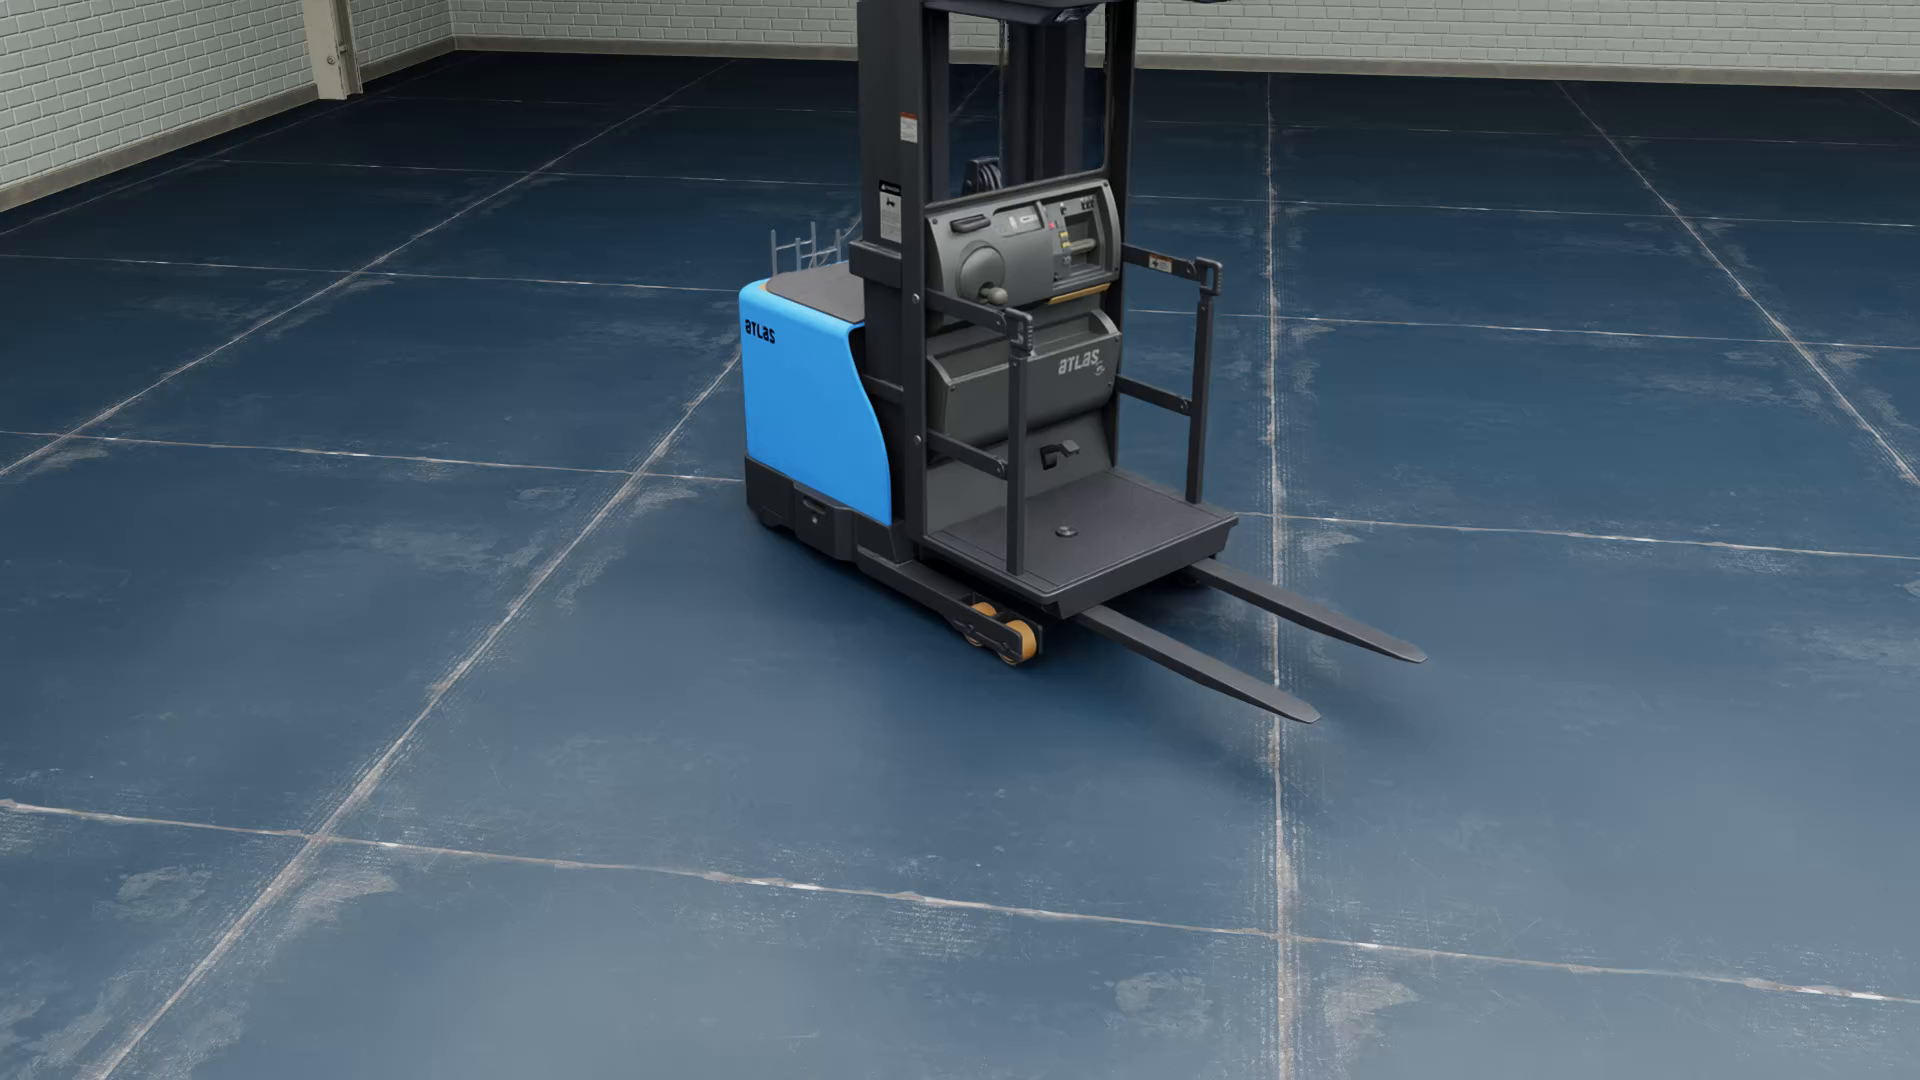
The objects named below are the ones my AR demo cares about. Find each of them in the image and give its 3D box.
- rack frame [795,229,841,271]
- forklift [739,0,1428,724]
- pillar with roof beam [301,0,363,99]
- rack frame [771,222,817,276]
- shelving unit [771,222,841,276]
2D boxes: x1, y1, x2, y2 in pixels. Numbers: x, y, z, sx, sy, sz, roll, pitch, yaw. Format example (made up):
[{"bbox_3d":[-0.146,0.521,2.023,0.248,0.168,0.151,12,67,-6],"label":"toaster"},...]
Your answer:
[{"bbox_3d":[-0.623,-0.797,7.536,0.240,1.200,0.006,-20,32,-37],"label":"rack frame"},{"bbox_3d":[0.398,-1.101,6.145,1.130,2.935,3.031,-20,32,-37],"label":"forklift"},{"bbox_3d":[-2.056,-8.296,14.360,9.100,9.000,0.400,4,25,9],"label":"pillar with roof beam"},{"bbox_3d":[-0.744,-0.855,7.661,0.240,1.200,0.006,-20,32,-37],"label":"rack frame"},{"bbox_3d":[-0.683,-0.826,7.599,0.258,1.200,0.189,-20,32,-37],"label":"shelving unit"}]
